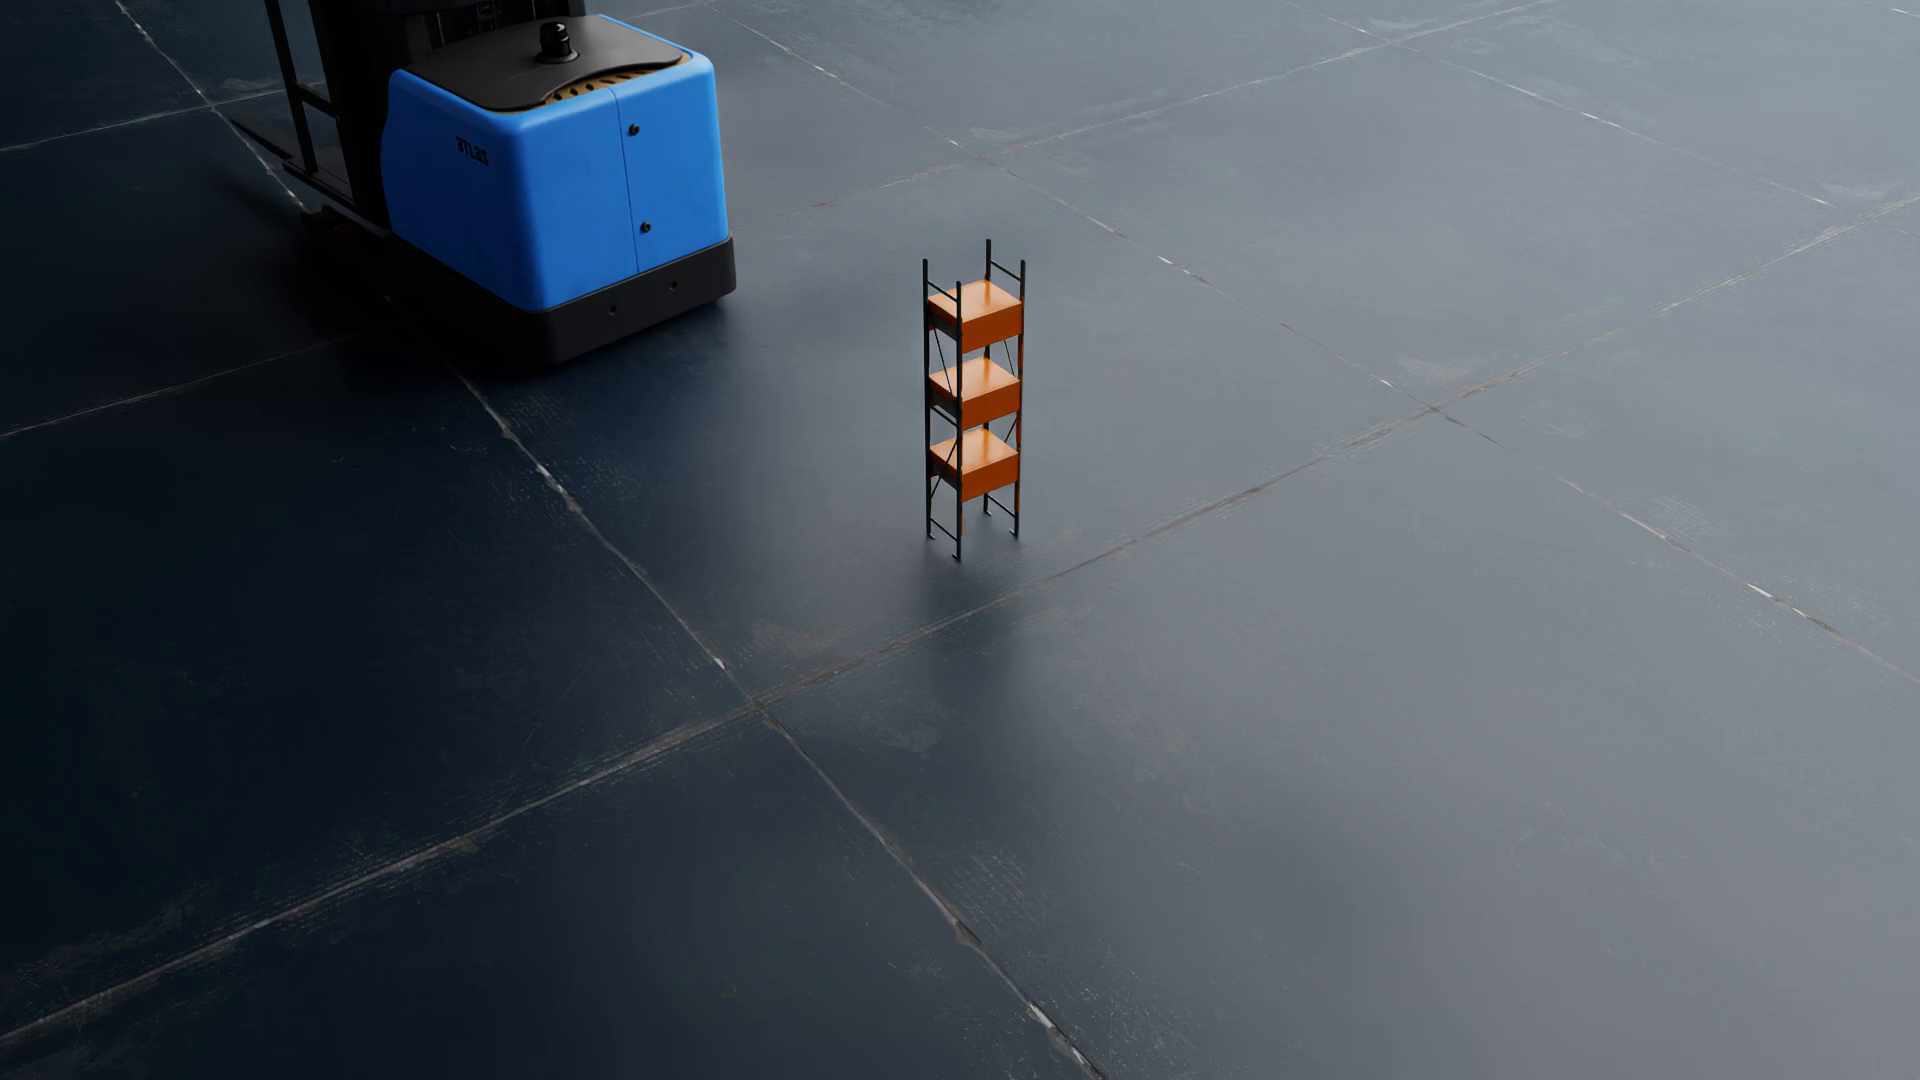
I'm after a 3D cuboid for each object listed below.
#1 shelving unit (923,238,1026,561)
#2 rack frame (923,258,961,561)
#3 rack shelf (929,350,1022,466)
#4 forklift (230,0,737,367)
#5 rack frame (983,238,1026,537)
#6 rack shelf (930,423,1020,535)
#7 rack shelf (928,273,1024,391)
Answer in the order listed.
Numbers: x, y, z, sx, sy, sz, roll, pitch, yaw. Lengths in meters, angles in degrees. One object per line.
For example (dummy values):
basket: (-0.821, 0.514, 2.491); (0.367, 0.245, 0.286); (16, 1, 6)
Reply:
shelving unit: (0.044, -0.444, 5.468); (0.252, 1.050, 0.215); (-22, 41, -28)
rack frame: (-0.056, -0.403, 5.411); (0.008, 1.050, 0.200); (-22, 41, -28)
rack shelf: (0.044, -0.436, 5.475); (0.240, 0.259, 0.215); (-22, 41, -28)
forklift: (-2.351, -2.635, 6.904); (1.130, 2.935, 3.031); (-30, 45, -35)
rack frame: (0.143, -0.485, 5.526); (0.008, 1.050, 0.200); (-22, 41, -28)
rack shelf: (0.044, -0.210, 5.637); (0.240, 0.259, 0.215); (-22, 41, -28)
rack shelf: (0.044, -0.666, 5.309); (0.240, 0.259, 0.215); (-22, 41, -28)
